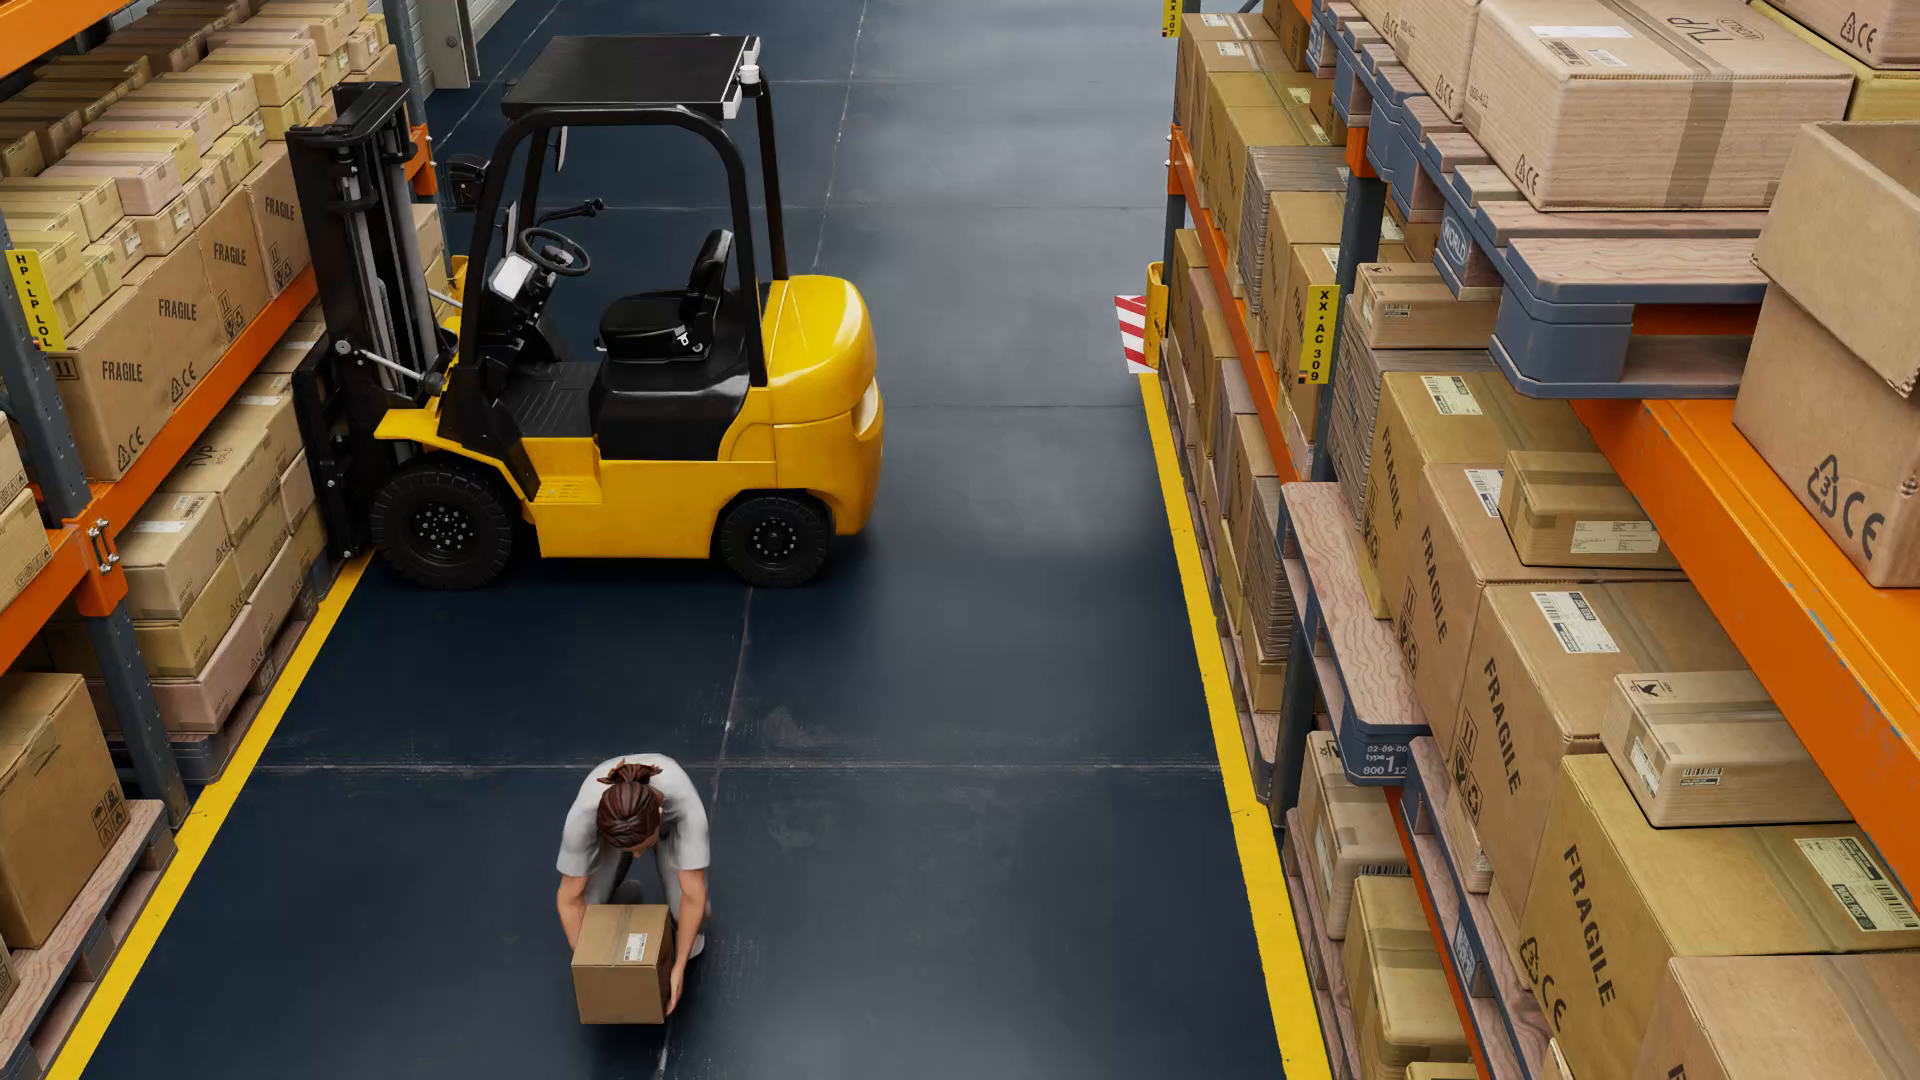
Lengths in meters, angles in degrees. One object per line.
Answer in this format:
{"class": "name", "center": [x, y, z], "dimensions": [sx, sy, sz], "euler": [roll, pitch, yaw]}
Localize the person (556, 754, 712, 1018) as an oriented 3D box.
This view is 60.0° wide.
{"class": "person", "center": [-1.011, 1.005, 5.251], "dimensions": [0.490, 0.899, 0.805], "euler": [0, 32, 0]}
